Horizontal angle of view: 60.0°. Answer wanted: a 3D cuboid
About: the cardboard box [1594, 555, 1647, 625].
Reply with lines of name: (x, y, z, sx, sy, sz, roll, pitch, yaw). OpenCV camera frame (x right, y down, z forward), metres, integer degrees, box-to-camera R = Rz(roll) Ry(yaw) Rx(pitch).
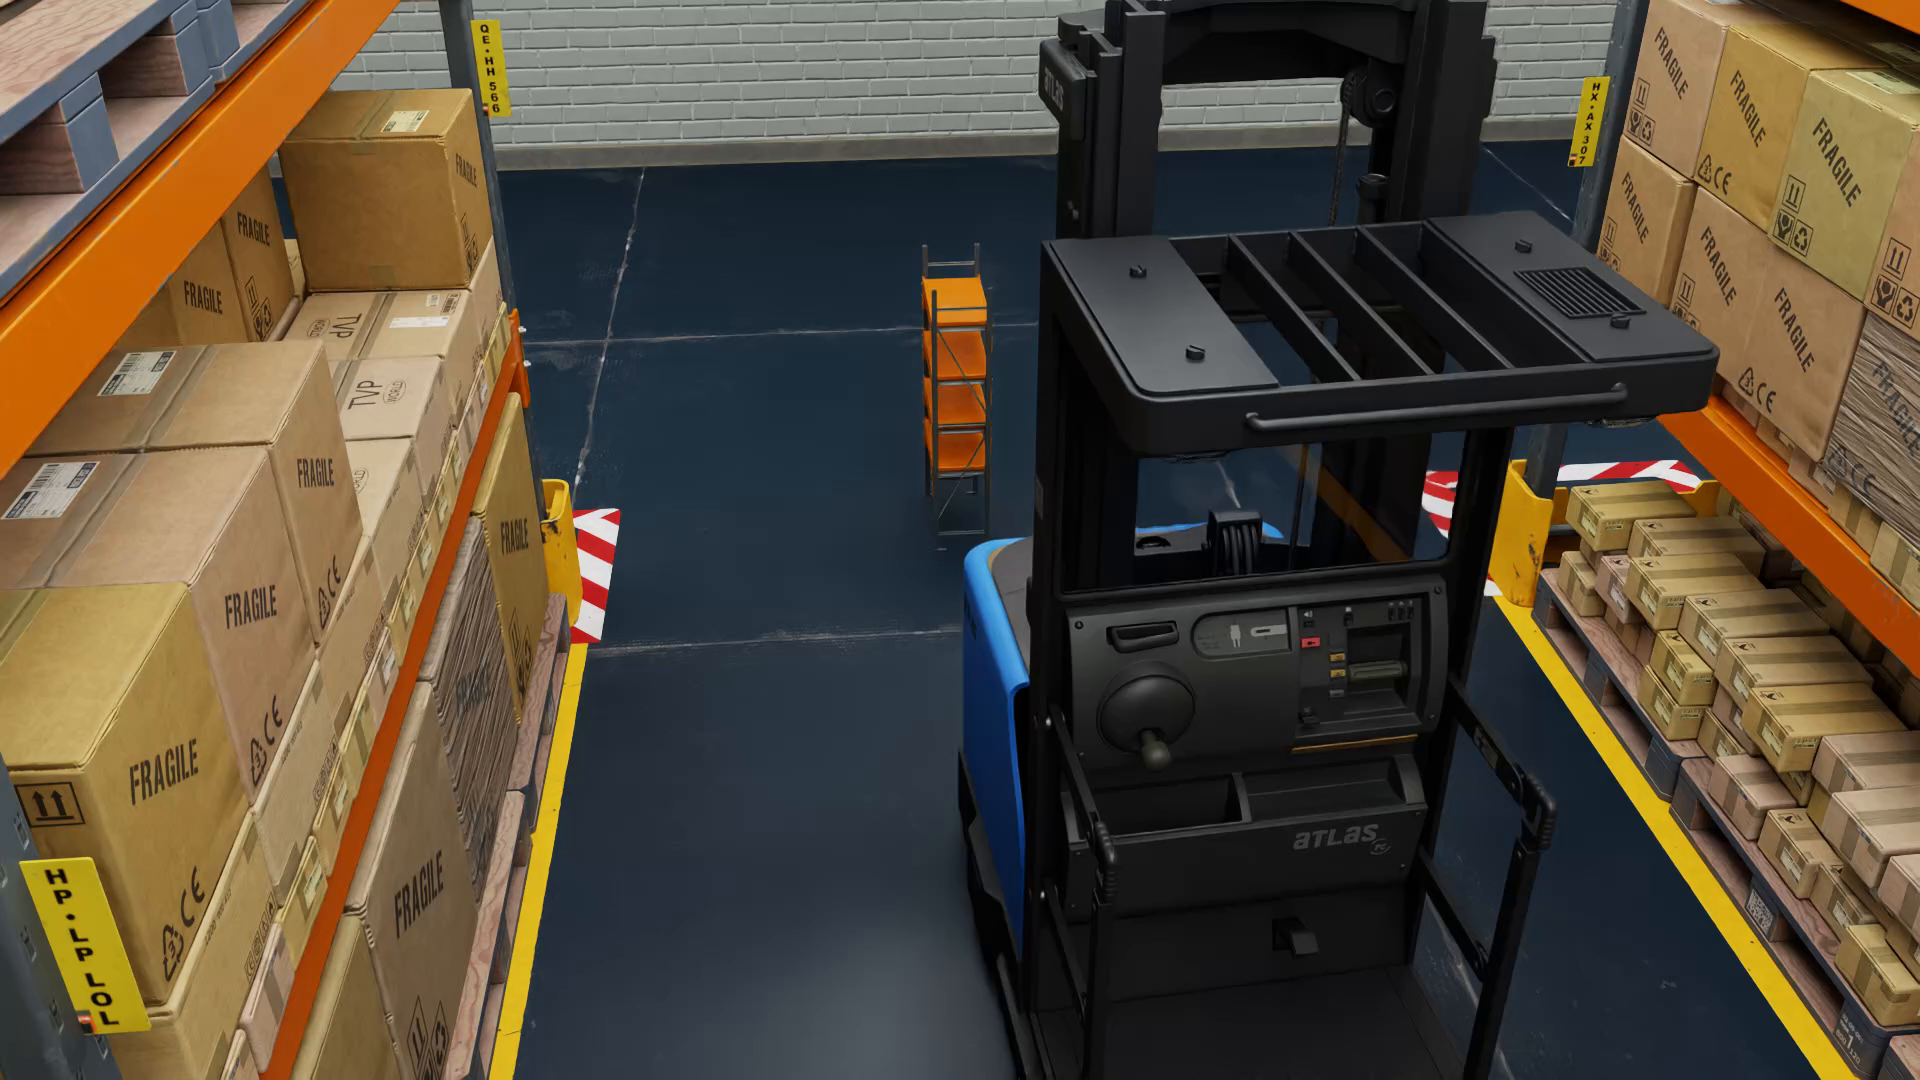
cardboard box: (2.578, 0.174, 6.114, 0.380, 0.149, 0.250, -3, 31, -5)

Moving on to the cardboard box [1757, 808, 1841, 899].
cardboard box: (2.703, 0.952, 5.102, 0.380, 0.149, 0.250, -3, 31, -5)

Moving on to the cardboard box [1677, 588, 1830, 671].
cardboard box: (2.673, 0.300, 5.612, 0.380, 0.149, 0.250, -4, 31, -7)

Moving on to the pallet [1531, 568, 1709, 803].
pallet: (2.863, 0.488, 6.226, 1.003, 0.211, 1.213, -3, 31, -5)

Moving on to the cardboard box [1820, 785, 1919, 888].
cardboard box: (2.702, 0.835, 4.717, 0.380, 0.149, 0.250, -4, 31, -6)

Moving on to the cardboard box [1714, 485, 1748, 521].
cardboard box: (3.117, -0.118, 6.312, 0.380, 0.149, 0.250, -2, 31, -4)

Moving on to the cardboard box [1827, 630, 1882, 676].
cardboard box: (3.122, 0.415, 5.710, 0.380, 0.149, 0.250, -3, 31, -5)

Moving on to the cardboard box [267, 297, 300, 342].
cardboard box: (-2.301, -0.518, 5.048, 0.500, 0.250, 0.500, -3, 31, -5)

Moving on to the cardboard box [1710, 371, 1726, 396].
cardboard box: (2.556, -0.607, 5.586, 0.380, 0.149, 0.250, -4, 31, -6)

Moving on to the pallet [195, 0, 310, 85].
pallet: (-1.936, -1.225, 3.537, 1.003, 0.211, 1.213, -3, 31, -5)

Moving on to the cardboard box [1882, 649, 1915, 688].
cardboard box: (3.276, 0.409, 5.430, 0.380, 0.149, 0.250, -2, 31, -3)

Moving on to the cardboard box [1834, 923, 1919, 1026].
cardboard box: (2.716, 1.210, 4.670, 0.380, 0.149, 0.250, -3, 31, -5)

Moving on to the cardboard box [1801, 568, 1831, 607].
cardboard box: (3.234, 0.140, 5.882, 0.380, 0.149, 0.250, -3, 31, -6)

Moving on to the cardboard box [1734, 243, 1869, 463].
cardboard box: (2.691, -0.569, 4.890, 0.500, 0.500, 0.500, -2, 31, -4)

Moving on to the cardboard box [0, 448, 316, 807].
cardboard box: (-1.587, 0.170, 3.164, 0.500, 0.500, 0.500, -3, 31, -5)

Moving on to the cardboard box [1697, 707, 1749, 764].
cardboard box: (2.715, 0.680, 5.557, 0.380, 0.149, 0.250, -3, 31, -4)

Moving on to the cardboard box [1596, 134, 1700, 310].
cardboard box: (2.582, -1.092, 5.766, 0.500, 0.500, 0.500, -1, 31, -2)

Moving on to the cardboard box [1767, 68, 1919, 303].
cardboard box: (2.673, -0.998, 4.633, 0.500, 0.500, 0.500, -3, 31, -6)

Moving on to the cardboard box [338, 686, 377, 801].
cardboard box: (-1.555, 0.472, 3.780, 0.380, 0.149, 0.250, -3, 31, -5)

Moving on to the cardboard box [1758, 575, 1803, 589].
cardboard box: (3.120, 0.144, 6.165, 0.380, 0.149, 0.250, -3, 31, -6)

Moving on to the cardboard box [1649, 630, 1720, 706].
cardboard box: (2.605, 0.431, 5.683, 0.380, 0.149, 0.250, -2, 31, -3)

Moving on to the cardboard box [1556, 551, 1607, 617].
cardboard box: (2.546, 0.163, 6.423, 0.380, 0.149, 0.250, -2, 31, -4)

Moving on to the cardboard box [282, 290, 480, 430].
cardboard box: (-1.776, -0.547, 5.098, 0.500, 0.250, 0.500, -3, 31, -5)

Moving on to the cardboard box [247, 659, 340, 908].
cardboard box: (-1.583, 0.494, 3.353, 0.500, 0.250, 0.500, -3, 31, -5)

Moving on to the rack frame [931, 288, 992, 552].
rack frame: (0.007, -0.475, 6.875, 0.240, 1.200, 0.015, -3, 31, -5)

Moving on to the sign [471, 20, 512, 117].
sign: (-1.591, -1.596, 5.636, 0.100, 0.325, 0.005, -3, 31, -5)

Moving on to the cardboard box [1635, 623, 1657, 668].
cardboard box: (2.682, 0.419, 5.994, 0.380, 0.149, 0.250, -2, 31, -4)

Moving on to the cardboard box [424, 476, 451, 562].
cardboard box: (-1.650, -0.050, 4.654, 0.380, 0.149, 0.250, -3, 31, -4)

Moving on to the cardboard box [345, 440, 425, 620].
cardboard box: (-1.676, -0.022, 4.218, 0.500, 0.250, 0.500, -3, 31, -4)

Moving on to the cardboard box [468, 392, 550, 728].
cardboard box: (-1.993, 0.077, 5.859, 0.875, 0.875, 0.875, -3, 31, -5)

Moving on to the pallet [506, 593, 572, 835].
pallet: (-1.980, 0.624, 6.000, 1.003, 0.211, 1.213, -3, 31, -5)

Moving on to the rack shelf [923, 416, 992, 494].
rack shelf: (-0.015, -0.371, 7.220, 0.258, 0.148, 0.480, -3, 31, -5)

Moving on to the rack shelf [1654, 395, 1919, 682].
rack shelf: (3.002, 0.166, 4.748, 1.077, 0.370, 4.000, -3, 31, -5)

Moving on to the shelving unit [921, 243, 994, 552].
shelving unit: (-0.015, -0.600, 7.084, 0.258, 1.200, 0.503, -3, 31, -5)

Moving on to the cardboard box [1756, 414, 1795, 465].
cardboard box: (2.718, -0.342, 5.142, 0.380, 0.149, 0.250, -3, 31, -5)

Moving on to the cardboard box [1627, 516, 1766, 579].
cardboard box: (2.672, 0.043, 6.043, 0.380, 0.149, 0.250, -2, 31, -4)

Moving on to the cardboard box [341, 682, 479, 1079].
cardboard box: (-1.825, 0.996, 4.320, 0.875, 0.875, 0.875, -3, 31, -5)

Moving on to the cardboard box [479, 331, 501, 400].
cardboard box: (-1.745, -0.571, 5.526, 0.380, 0.149, 0.250, -2, 31, -4)

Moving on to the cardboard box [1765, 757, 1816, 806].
cardboard box: (2.791, 0.699, 5.236, 0.380, 0.149, 0.250, -1, 31, -2)

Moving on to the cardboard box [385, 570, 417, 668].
cardboard box: (-1.602, 0.209, 4.219, 0.380, 0.149, 0.250, -4, 31, -6)

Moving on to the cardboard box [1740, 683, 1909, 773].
cardboard box: (2.669, 0.579, 5.146, 0.380, 0.149, 0.250, -2, 31, -4)

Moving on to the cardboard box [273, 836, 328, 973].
cardboard box: (-1.505, 0.737, 3.337, 0.380, 0.149, 0.250, -2, 31, -3)

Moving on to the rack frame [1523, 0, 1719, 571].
rack frame: (2.815, -1.164, 6.273, 1.000, 3.000, 0.127, -3, 31, -5)

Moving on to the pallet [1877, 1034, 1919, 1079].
pallet: (3.091, 1.734, 4.141, 1.003, 0.211, 1.213, -3, 31, -5)

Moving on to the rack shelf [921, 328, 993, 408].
rack shelf: (-0.015, -0.734, 7.004, 0.258, 0.148, 0.480, -3, 31, -5)

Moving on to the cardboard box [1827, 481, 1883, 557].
cardboard box: (2.716, -0.081, 4.705, 0.380, 0.149, 0.250, -2, 31, -3)

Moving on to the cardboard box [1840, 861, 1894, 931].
cardboard box: (2.789, 0.975, 4.772, 0.380, 0.149, 0.250, -4, 31, -7)

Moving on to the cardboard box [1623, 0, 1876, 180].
cardboard box: (2.593, -1.522, 5.510, 0.500, 0.500, 0.500, -3, 31, -5)

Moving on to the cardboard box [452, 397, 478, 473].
cardboard box: (-1.701, -0.315, 5.097, 0.380, 0.149, 0.250, -2, 31, -4)

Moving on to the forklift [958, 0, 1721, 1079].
forklift: (0.752, 0.369, 3.774, 1.130, 2.935, 3.031, -5, 31, -8)

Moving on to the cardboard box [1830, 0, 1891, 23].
cardboard box: (3.106, -1.542, 5.544, 0.500, 0.500, 0.500, -3, 31, -6)

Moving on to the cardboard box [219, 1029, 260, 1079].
cardboard box: (-1.455, 1.005, 2.887, 0.380, 0.149, 0.250, -3, 31, -4)

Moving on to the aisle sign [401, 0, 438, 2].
aisle sign: (-1.840, -2.145, 5.381, 0.394, 0.787, 0.004, -3, 31, -5)

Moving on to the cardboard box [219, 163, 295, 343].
cardboard box: (-2.310, -0.850, 4.873, 0.500, 0.500, 0.500, -3, 31, -6)

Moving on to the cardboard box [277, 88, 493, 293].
cardboard box: (-1.825, -1.127, 5.337, 0.500, 0.500, 0.500, -2, 31, -4)

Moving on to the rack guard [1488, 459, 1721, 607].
rack guard: (2.822, -0.052, 6.850, 1.175, 0.500, 0.348, -3, 31, -5)
